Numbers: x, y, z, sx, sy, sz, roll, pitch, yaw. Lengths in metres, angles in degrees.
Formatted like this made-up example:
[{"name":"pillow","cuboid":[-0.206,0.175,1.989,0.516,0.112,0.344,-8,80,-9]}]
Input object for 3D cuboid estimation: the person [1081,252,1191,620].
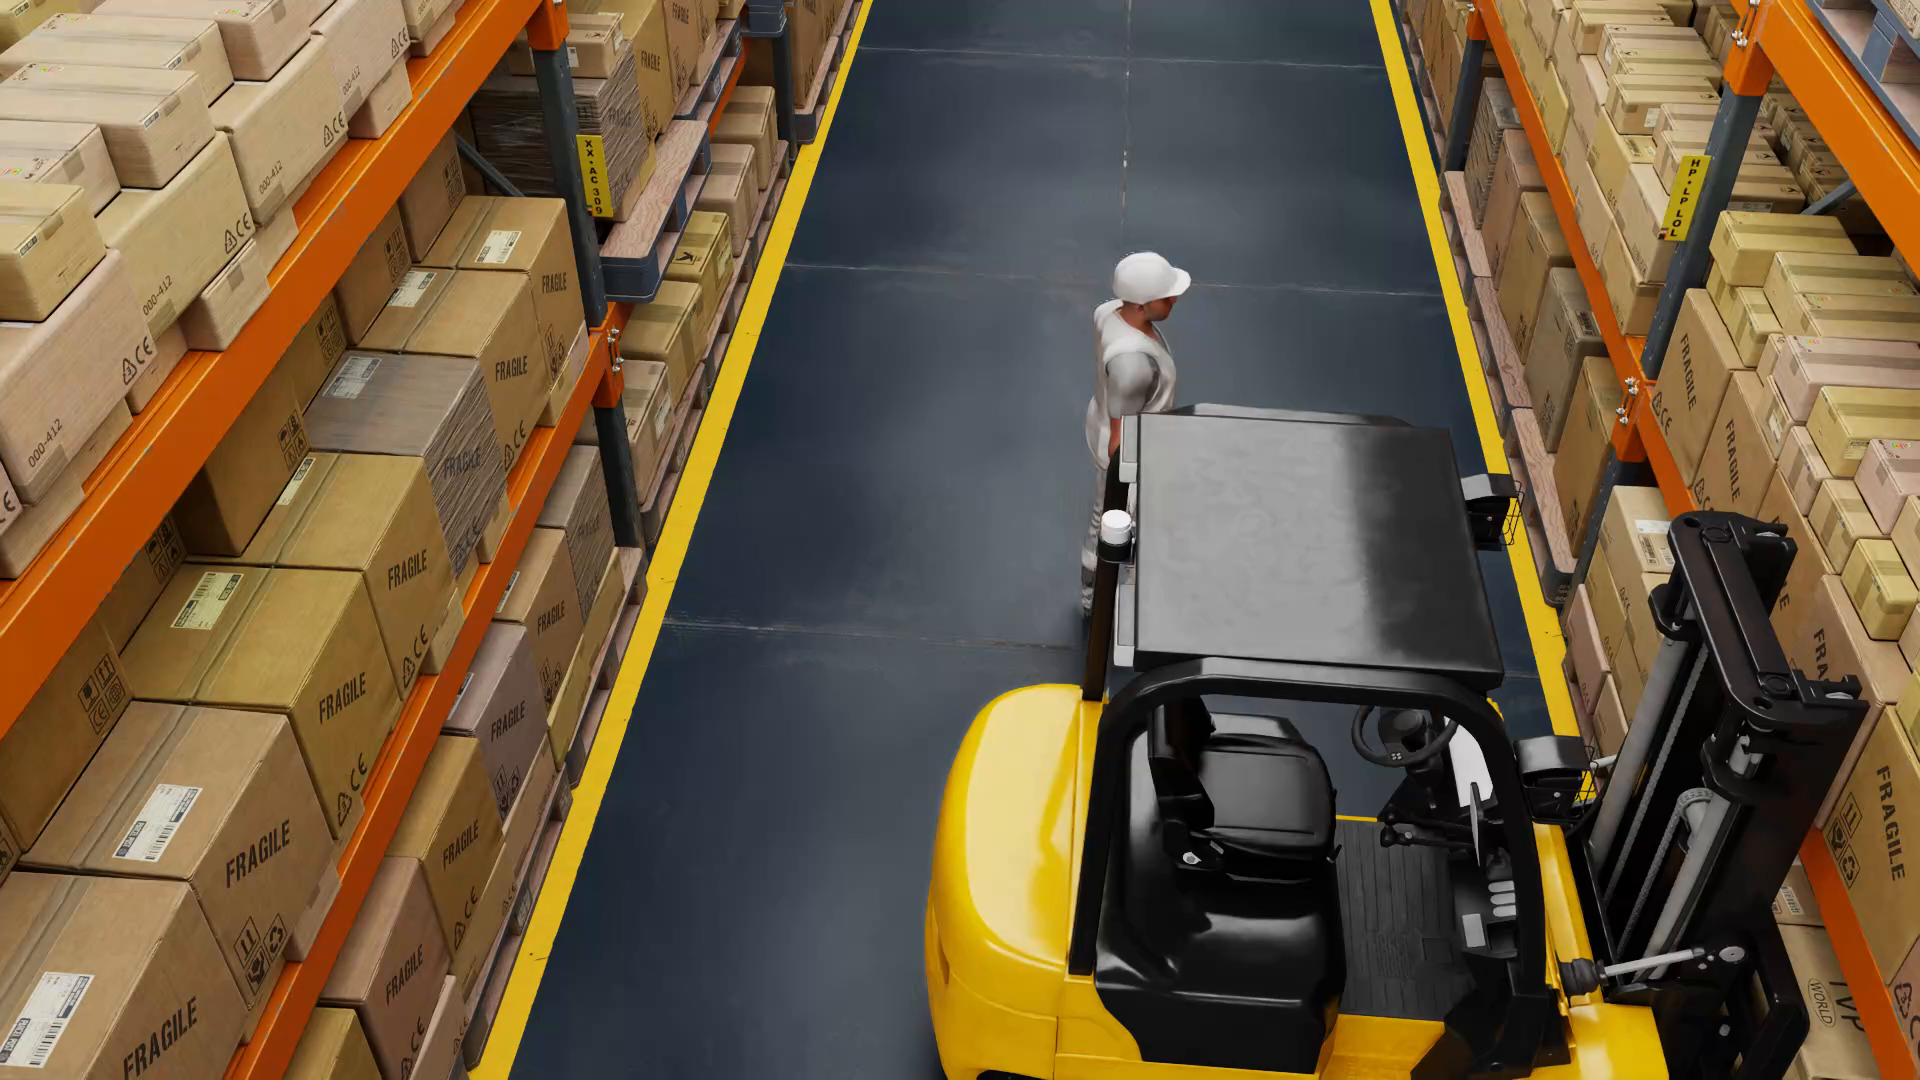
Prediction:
[{"name":"person","cuboid":[0.739,-0.357,6.575,0.485,1.819,0.576,-5,40,-6]}]
